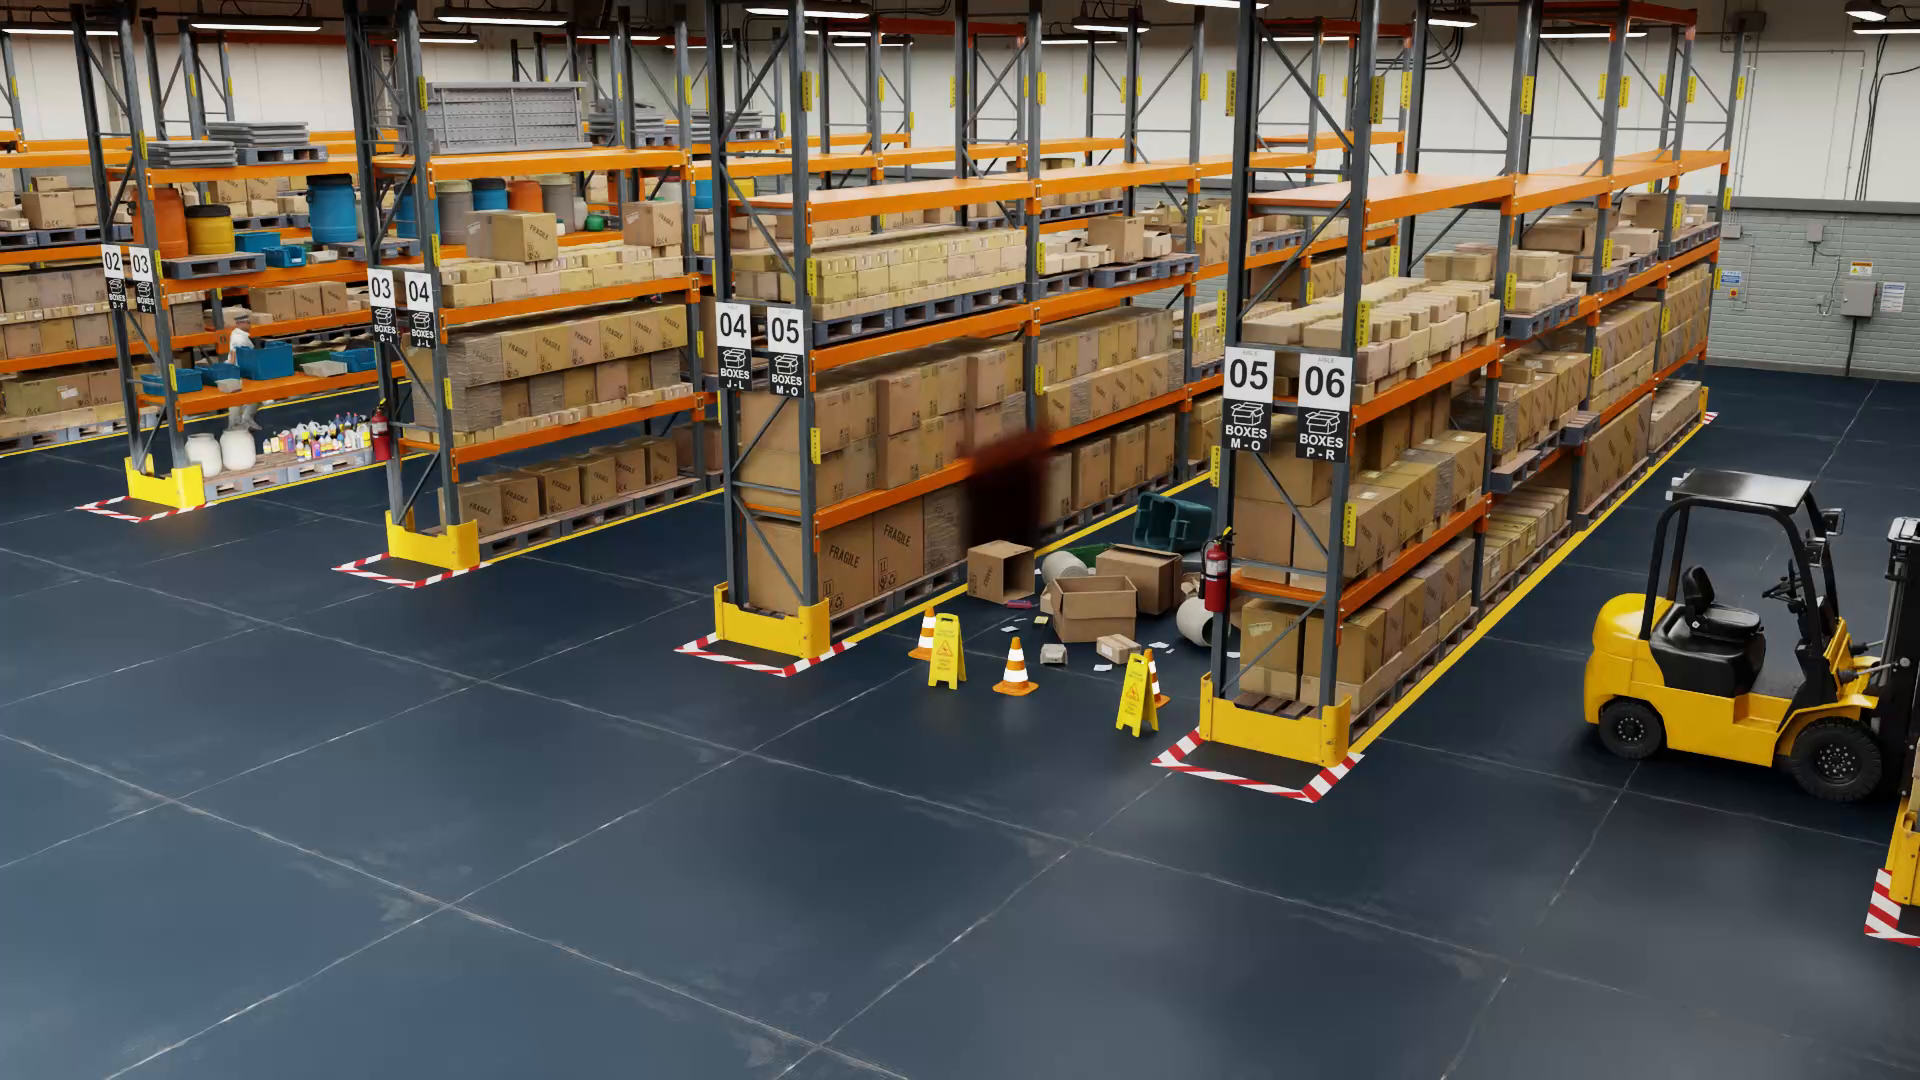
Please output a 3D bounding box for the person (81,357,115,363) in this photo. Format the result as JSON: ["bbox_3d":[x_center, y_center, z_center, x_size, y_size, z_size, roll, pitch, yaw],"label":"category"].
[{"bbox_3d":[-14.552,-3.330,27.924,0.711,1.685,1.132,4,16,15],"label":"person"}]

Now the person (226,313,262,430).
[{"bbox_3d":[-10.831,-2.533,25.066,0.542,1.751,0.559,-15,21,-42],"label":"person"}]
